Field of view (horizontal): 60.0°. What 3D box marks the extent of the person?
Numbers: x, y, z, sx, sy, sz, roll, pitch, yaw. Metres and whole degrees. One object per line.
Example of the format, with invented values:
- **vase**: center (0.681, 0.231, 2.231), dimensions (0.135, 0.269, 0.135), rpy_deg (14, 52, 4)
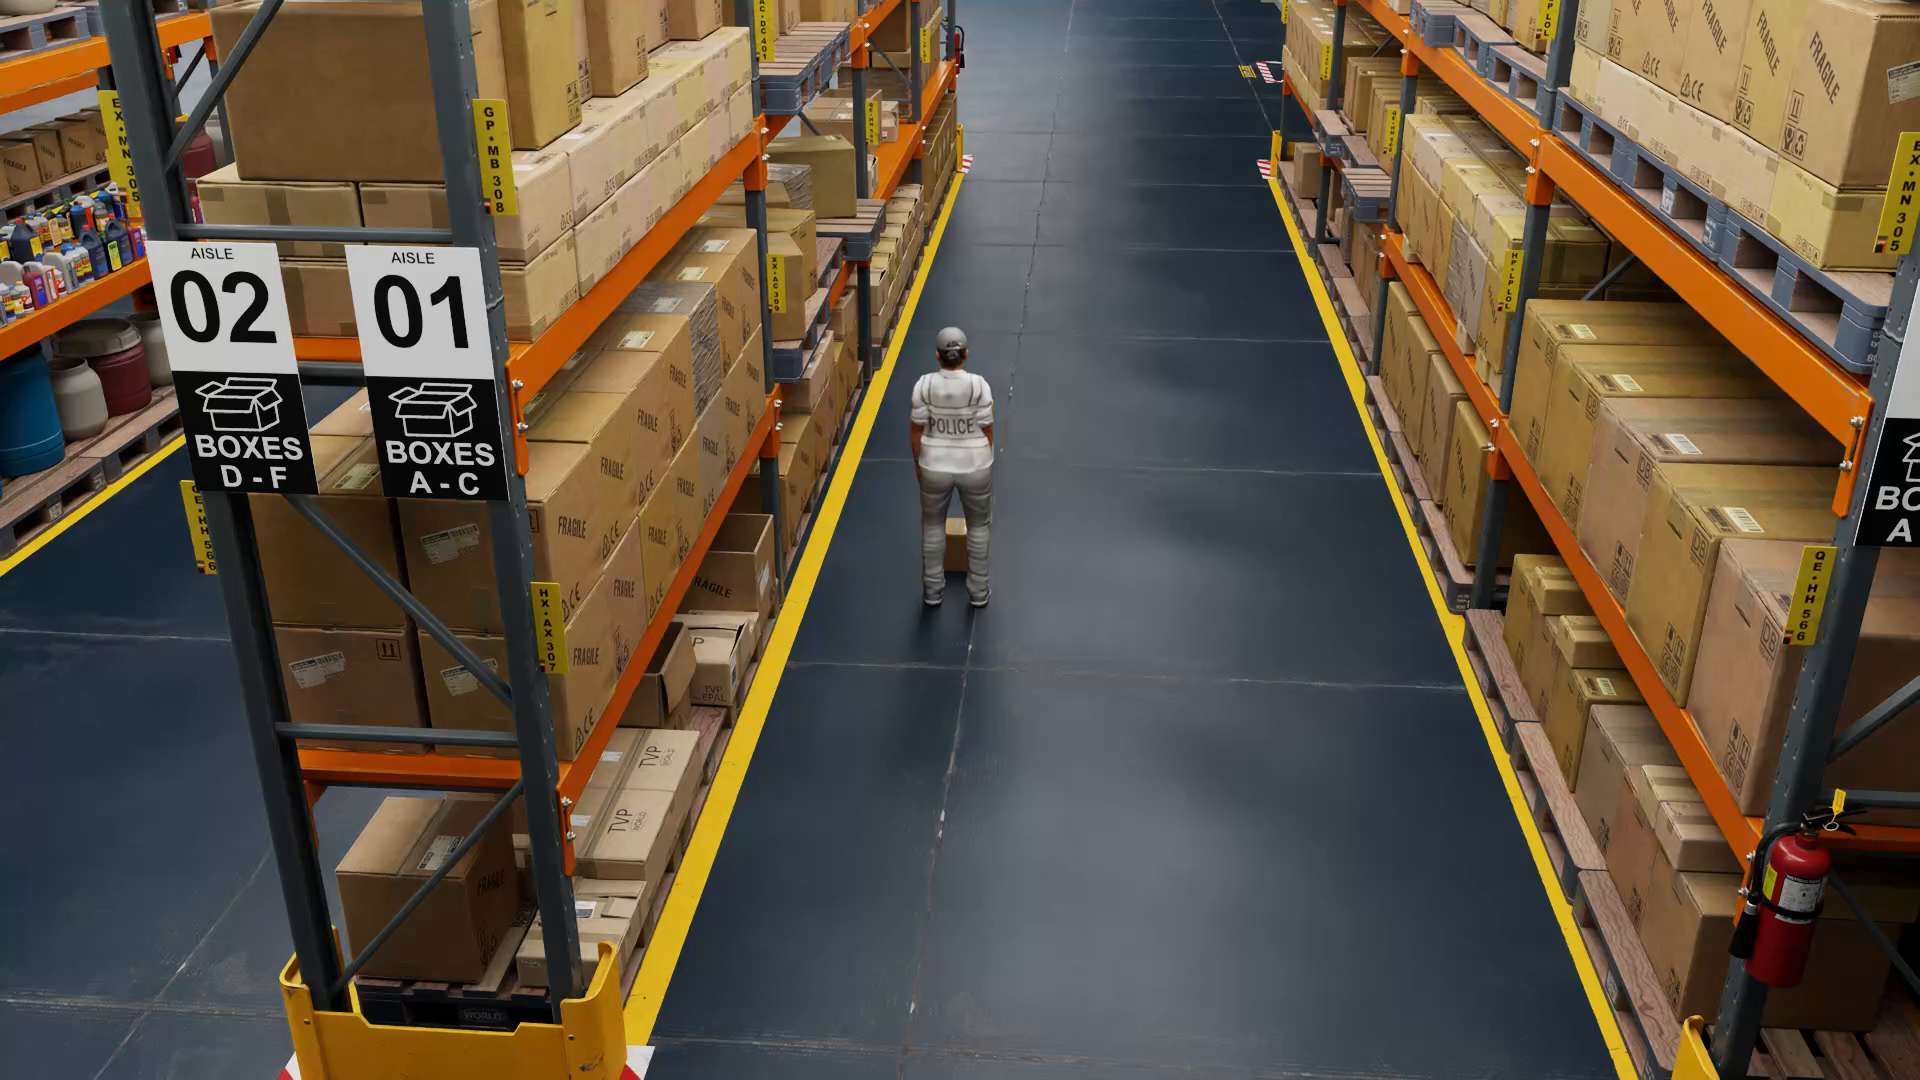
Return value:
- **person**: center (-0.045, -0.406, 9.508), dimensions (0.474, 1.654, 0.389), rpy_deg (2, 25, 4)
